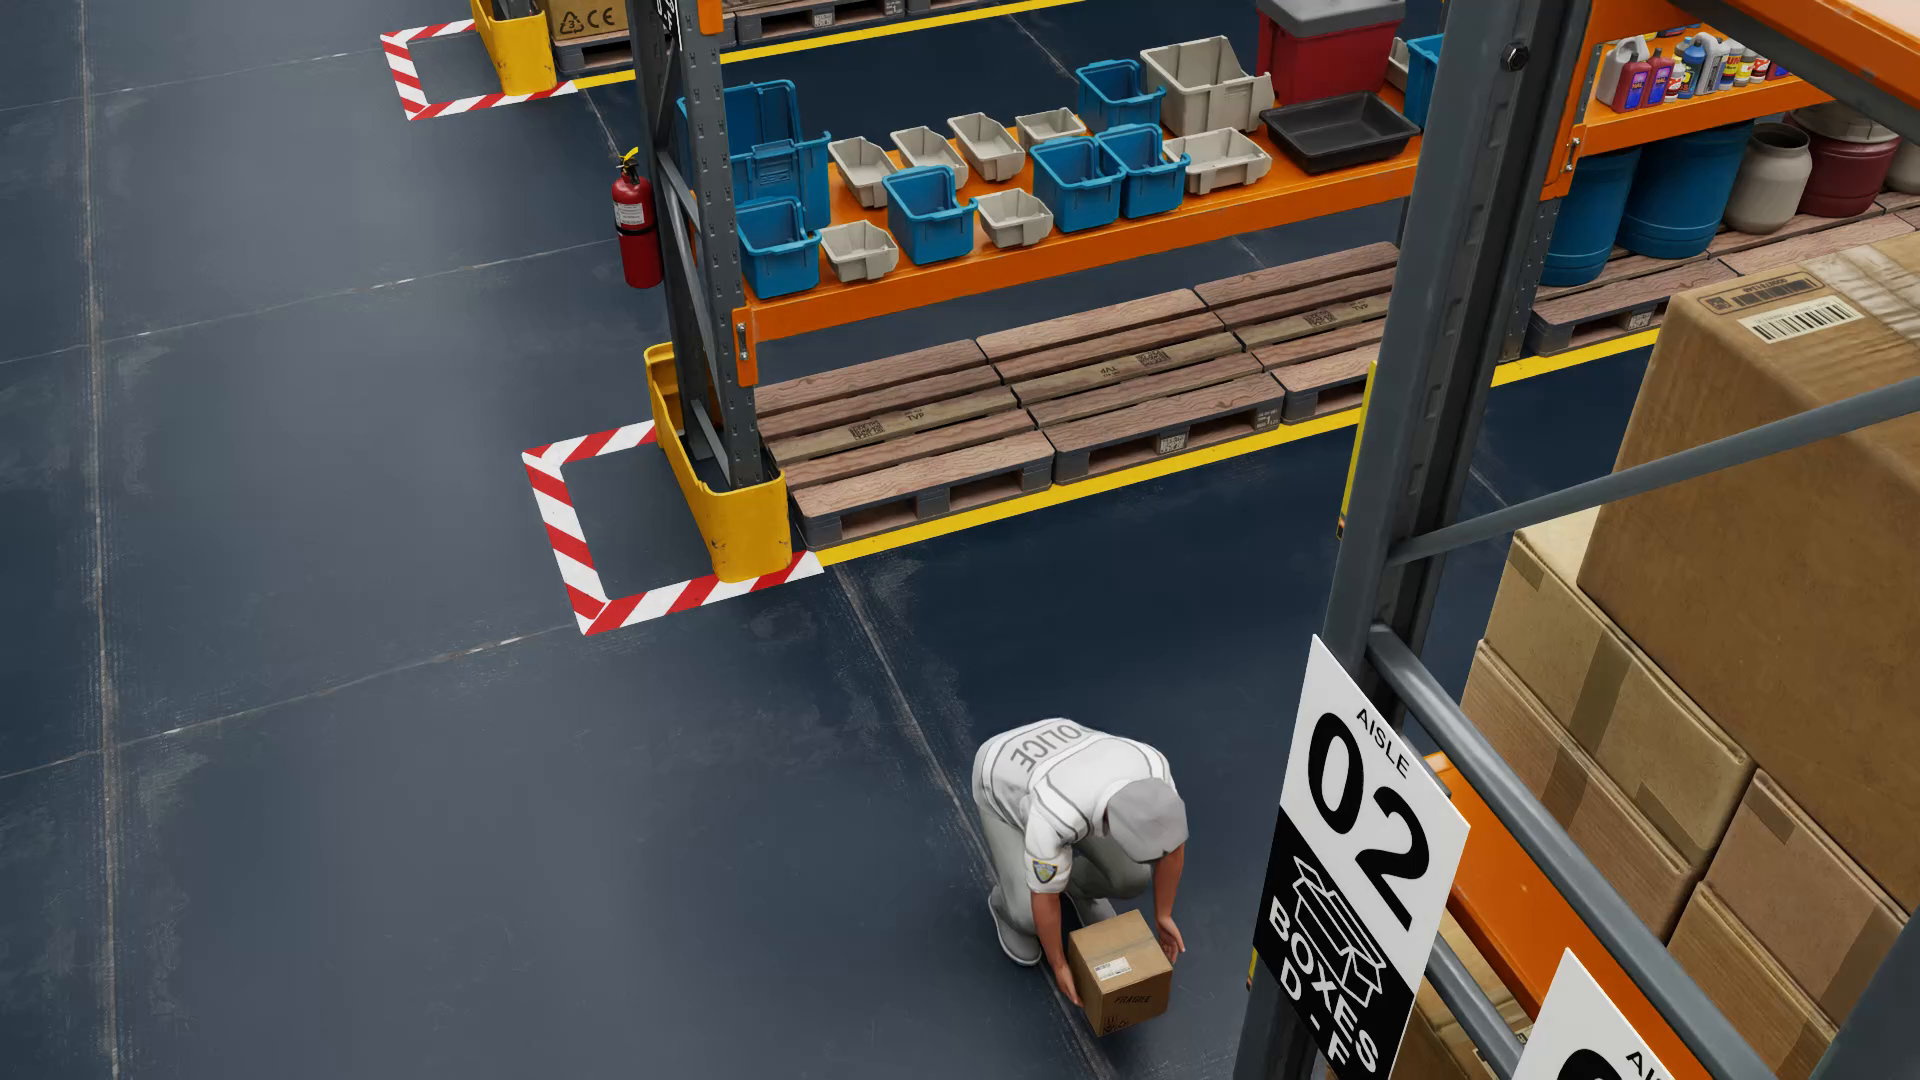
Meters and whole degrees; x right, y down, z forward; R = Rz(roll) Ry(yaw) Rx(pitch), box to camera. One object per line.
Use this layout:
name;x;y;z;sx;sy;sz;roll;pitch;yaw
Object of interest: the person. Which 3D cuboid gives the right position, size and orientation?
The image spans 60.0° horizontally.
person;0.402;0.995;5.508;0.575;1.121;0.912;-15;44;-17
